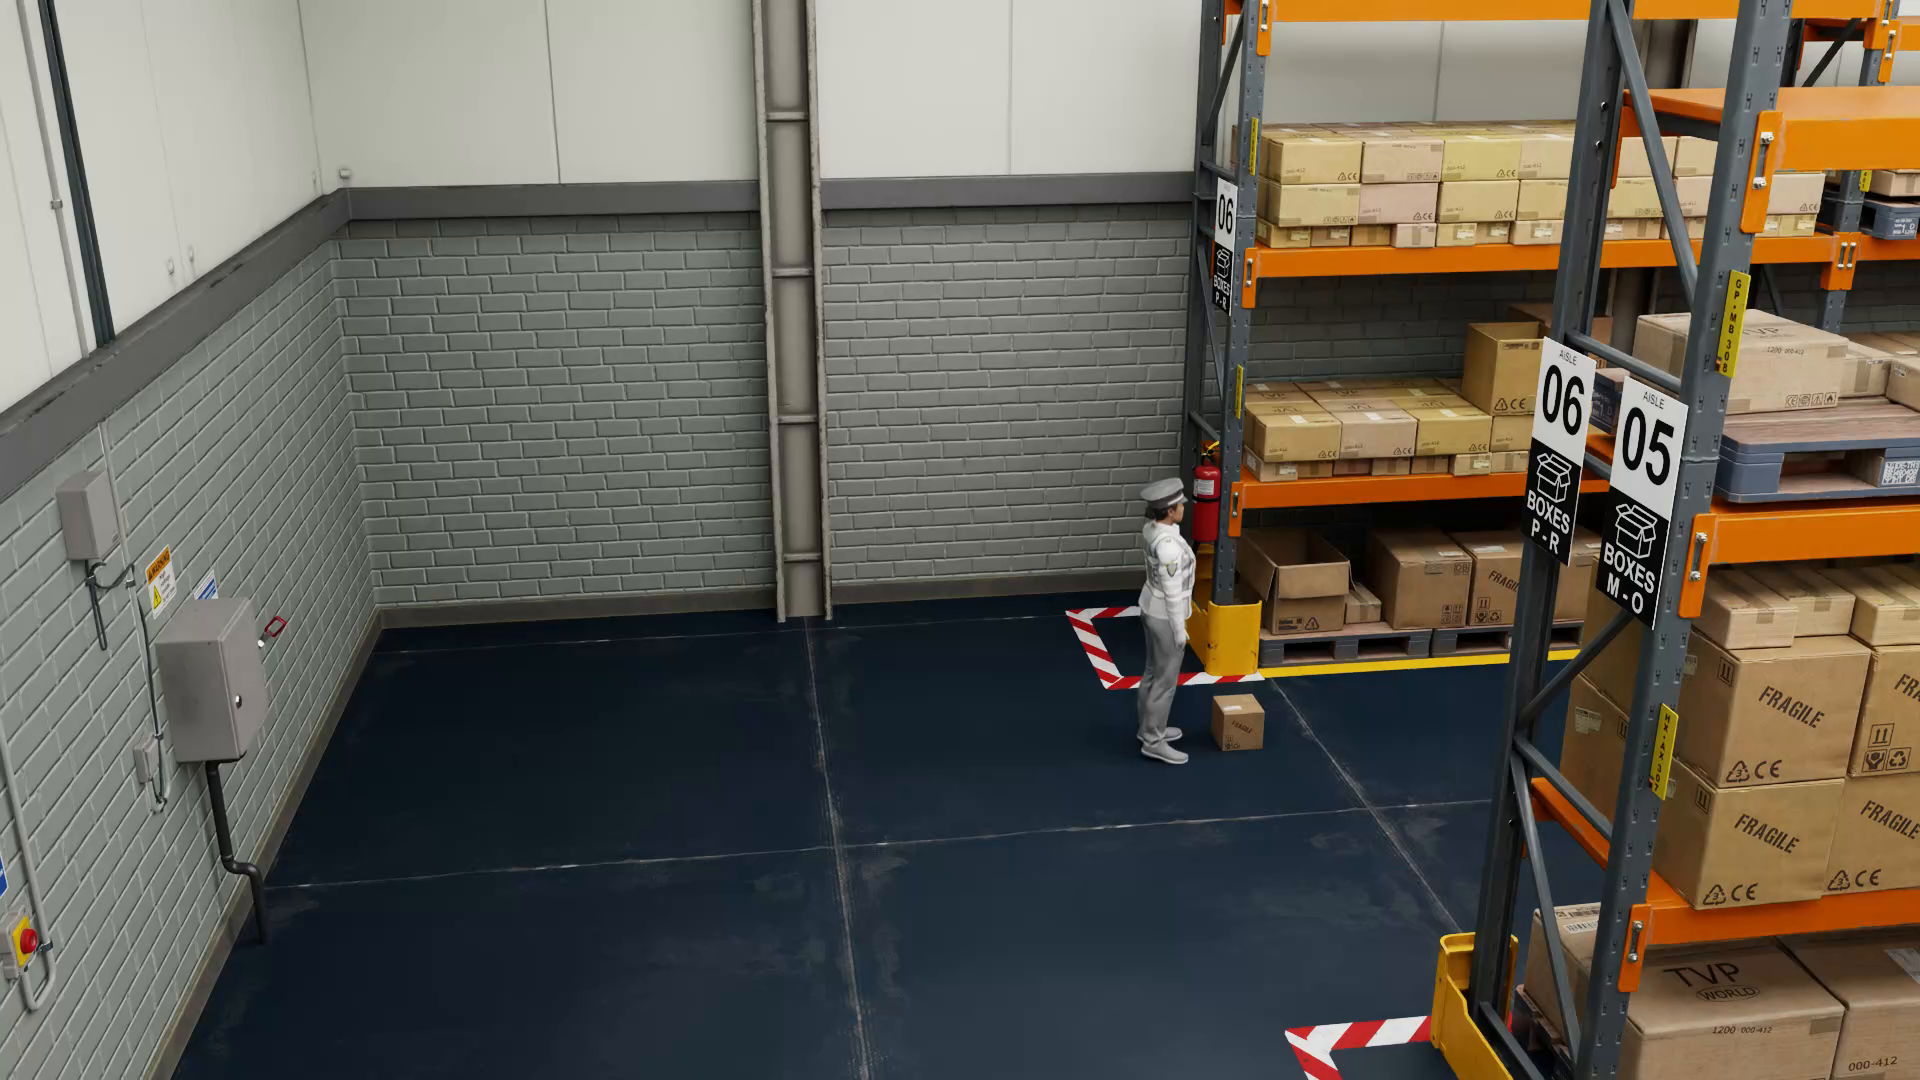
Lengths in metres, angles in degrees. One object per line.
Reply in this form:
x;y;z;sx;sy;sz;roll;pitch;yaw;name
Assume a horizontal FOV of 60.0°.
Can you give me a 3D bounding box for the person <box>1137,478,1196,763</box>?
13.400;-0.271;5.723;23.569;5.885;10.778;-3;20;-7;person
